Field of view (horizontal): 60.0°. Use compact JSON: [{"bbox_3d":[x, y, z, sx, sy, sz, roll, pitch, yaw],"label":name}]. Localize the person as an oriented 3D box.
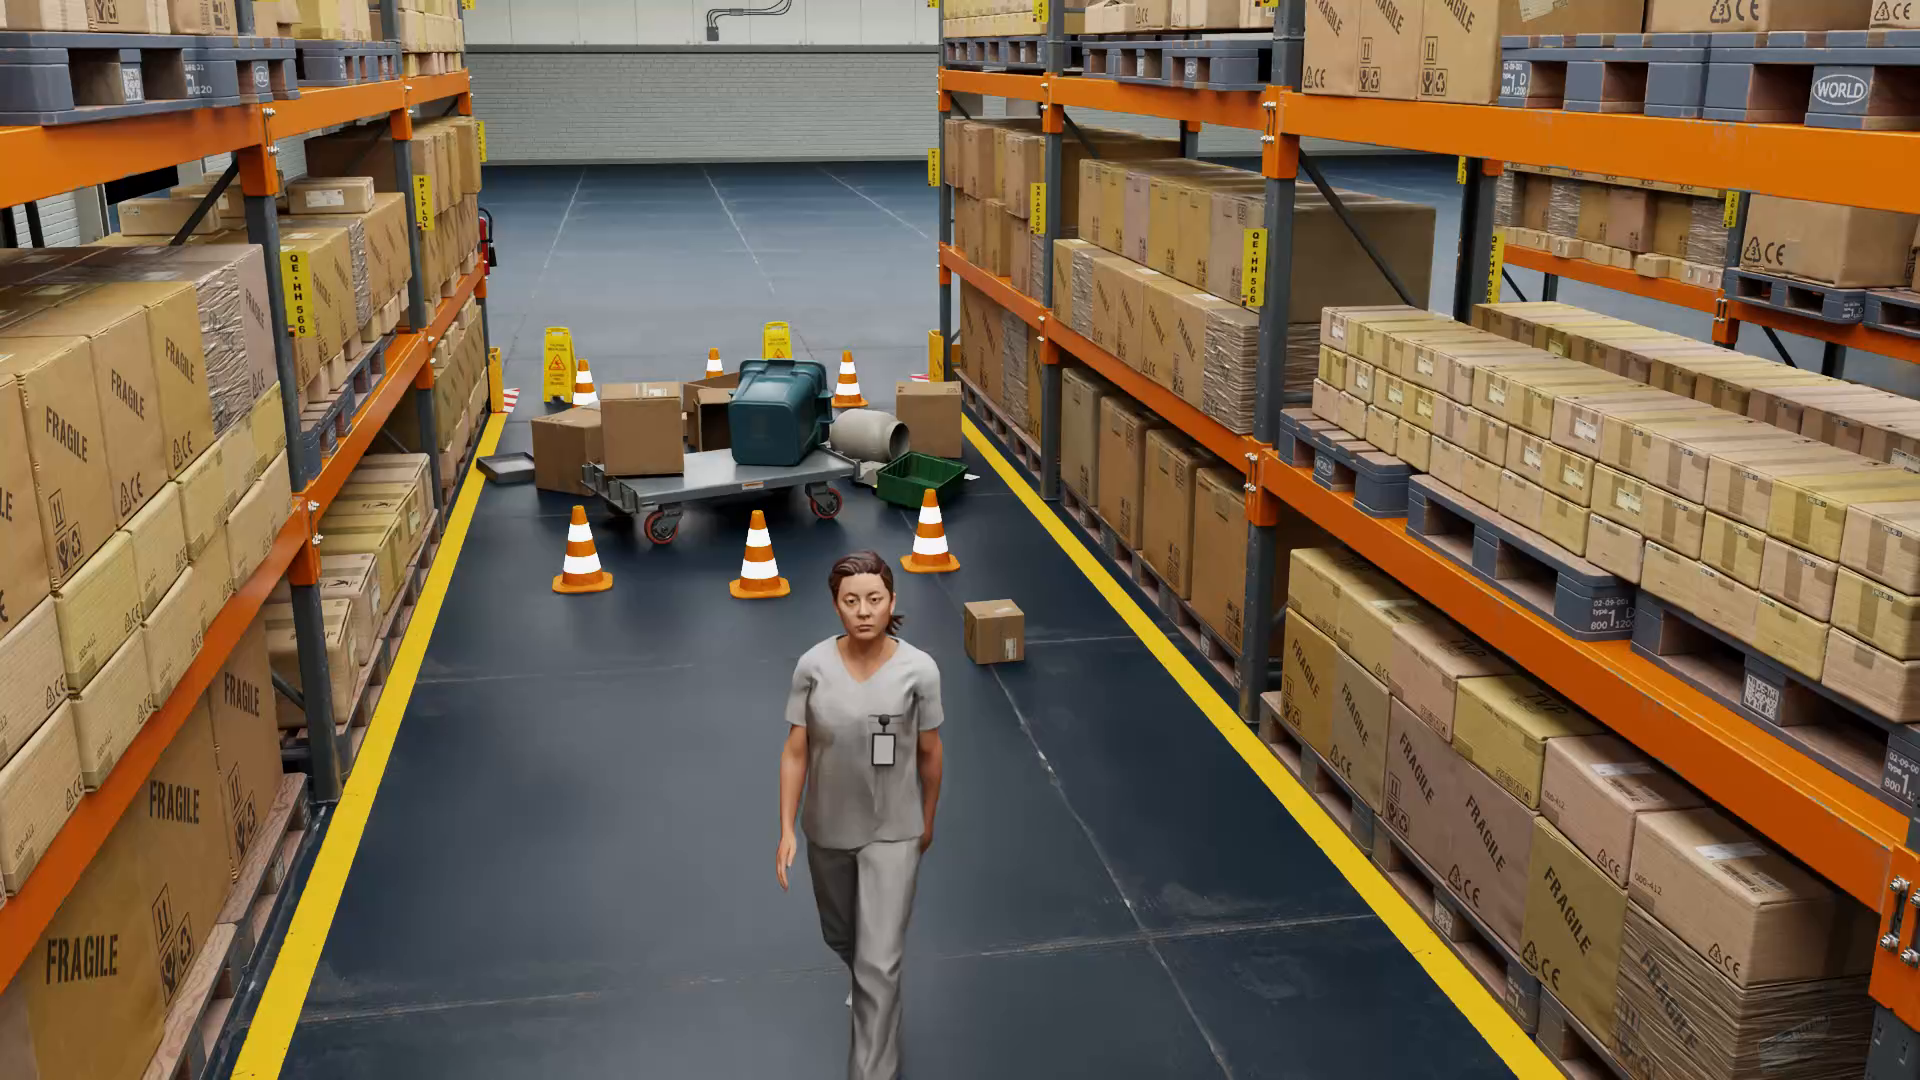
[{"bbox_3d":[-0.283,0.826,4.748,0.443,1.621,1.001,3,17,11],"label":"person"}]
